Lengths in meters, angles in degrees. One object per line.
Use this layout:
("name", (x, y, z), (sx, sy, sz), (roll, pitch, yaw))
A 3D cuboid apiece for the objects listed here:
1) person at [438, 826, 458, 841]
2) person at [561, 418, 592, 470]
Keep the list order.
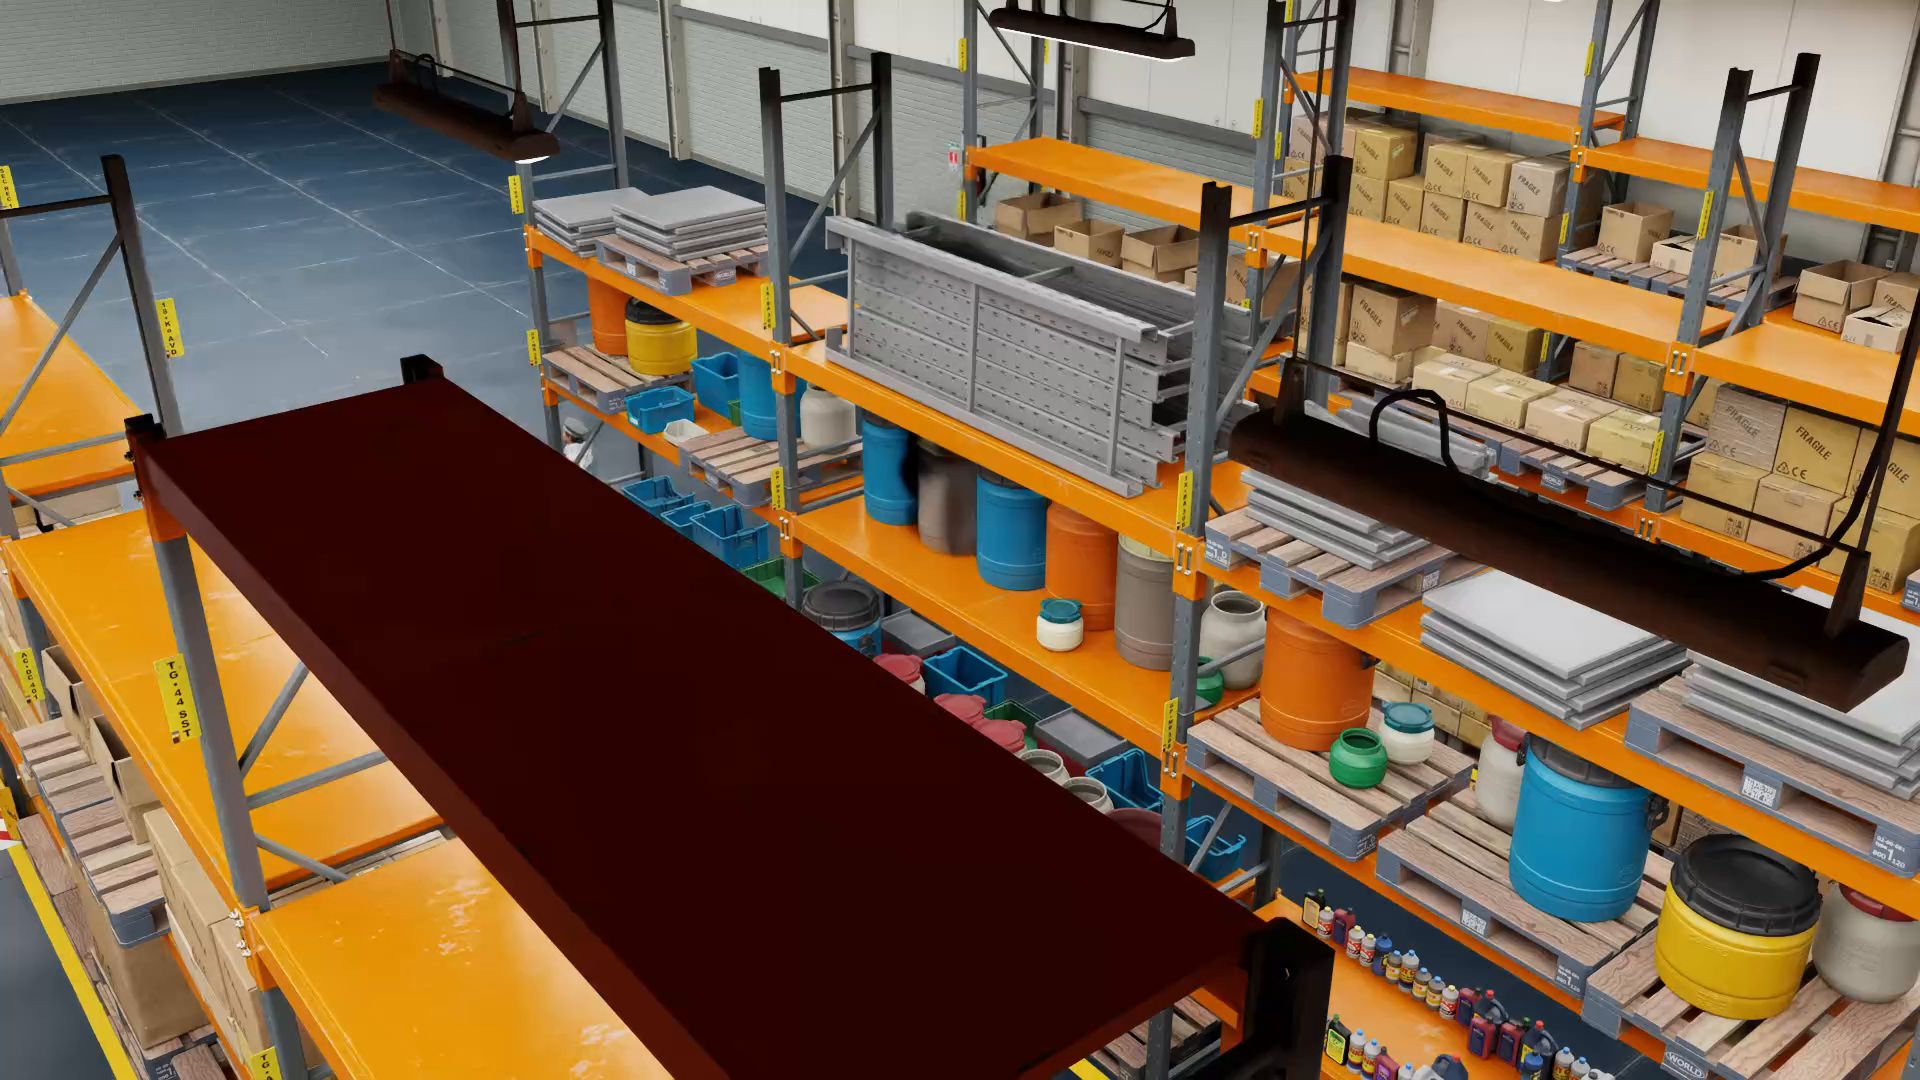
("person", (-3.612, 2.054, 12.003), (0.942, 1.740, 0.673), (19, 32, 34))
("person", (-3.962, -0.475, 17.353), (0.712, 1.702, 0.630), (2, 26, 4))
